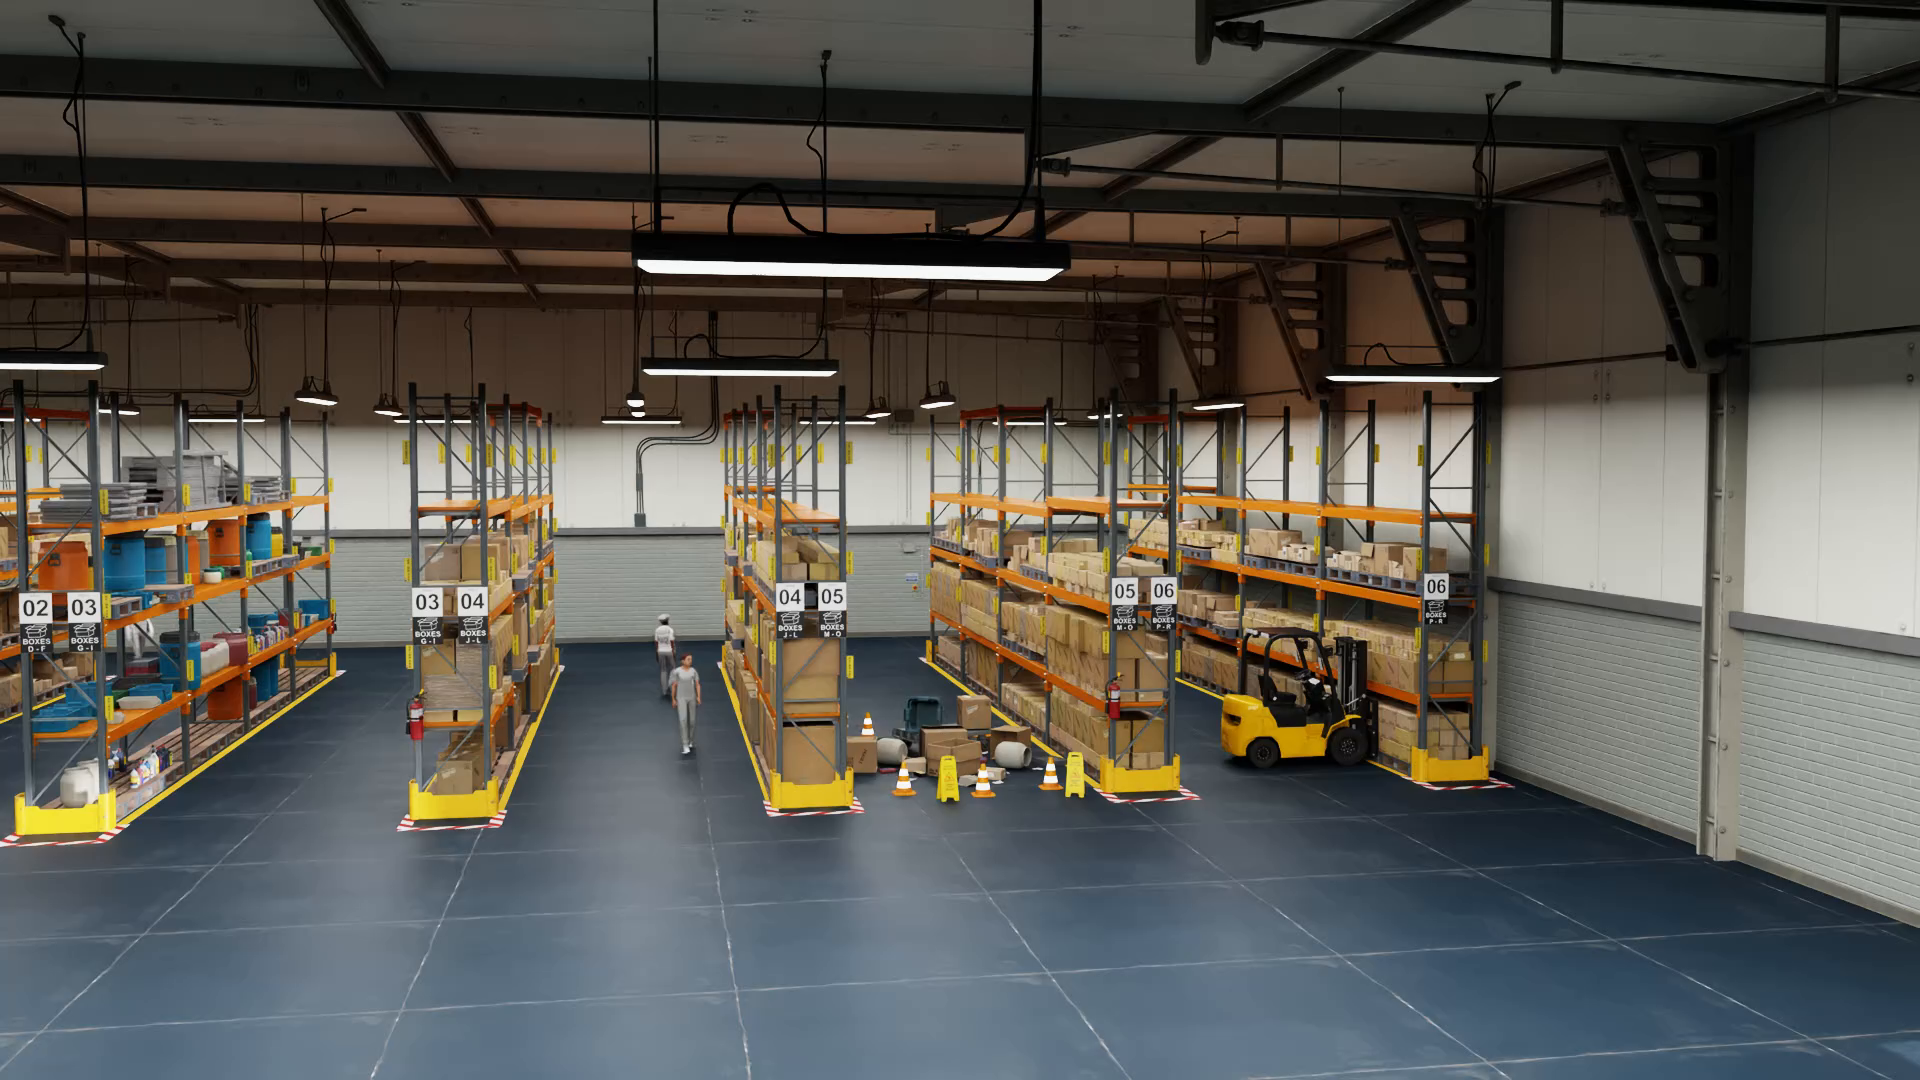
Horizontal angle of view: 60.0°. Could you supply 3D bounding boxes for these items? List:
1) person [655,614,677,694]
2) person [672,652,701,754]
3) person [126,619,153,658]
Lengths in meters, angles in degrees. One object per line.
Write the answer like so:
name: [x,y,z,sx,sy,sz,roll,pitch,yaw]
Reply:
person: [-6.153,2.390,34.886,0.507,1.676,0.478,0,3,-1]
person: [-4.610,2.753,28.256,0.469,1.669,0.745,-1,3,-25]
person: [-19.277,2.183,39.076,0.549,1.604,1.062,-2,4,-39]
